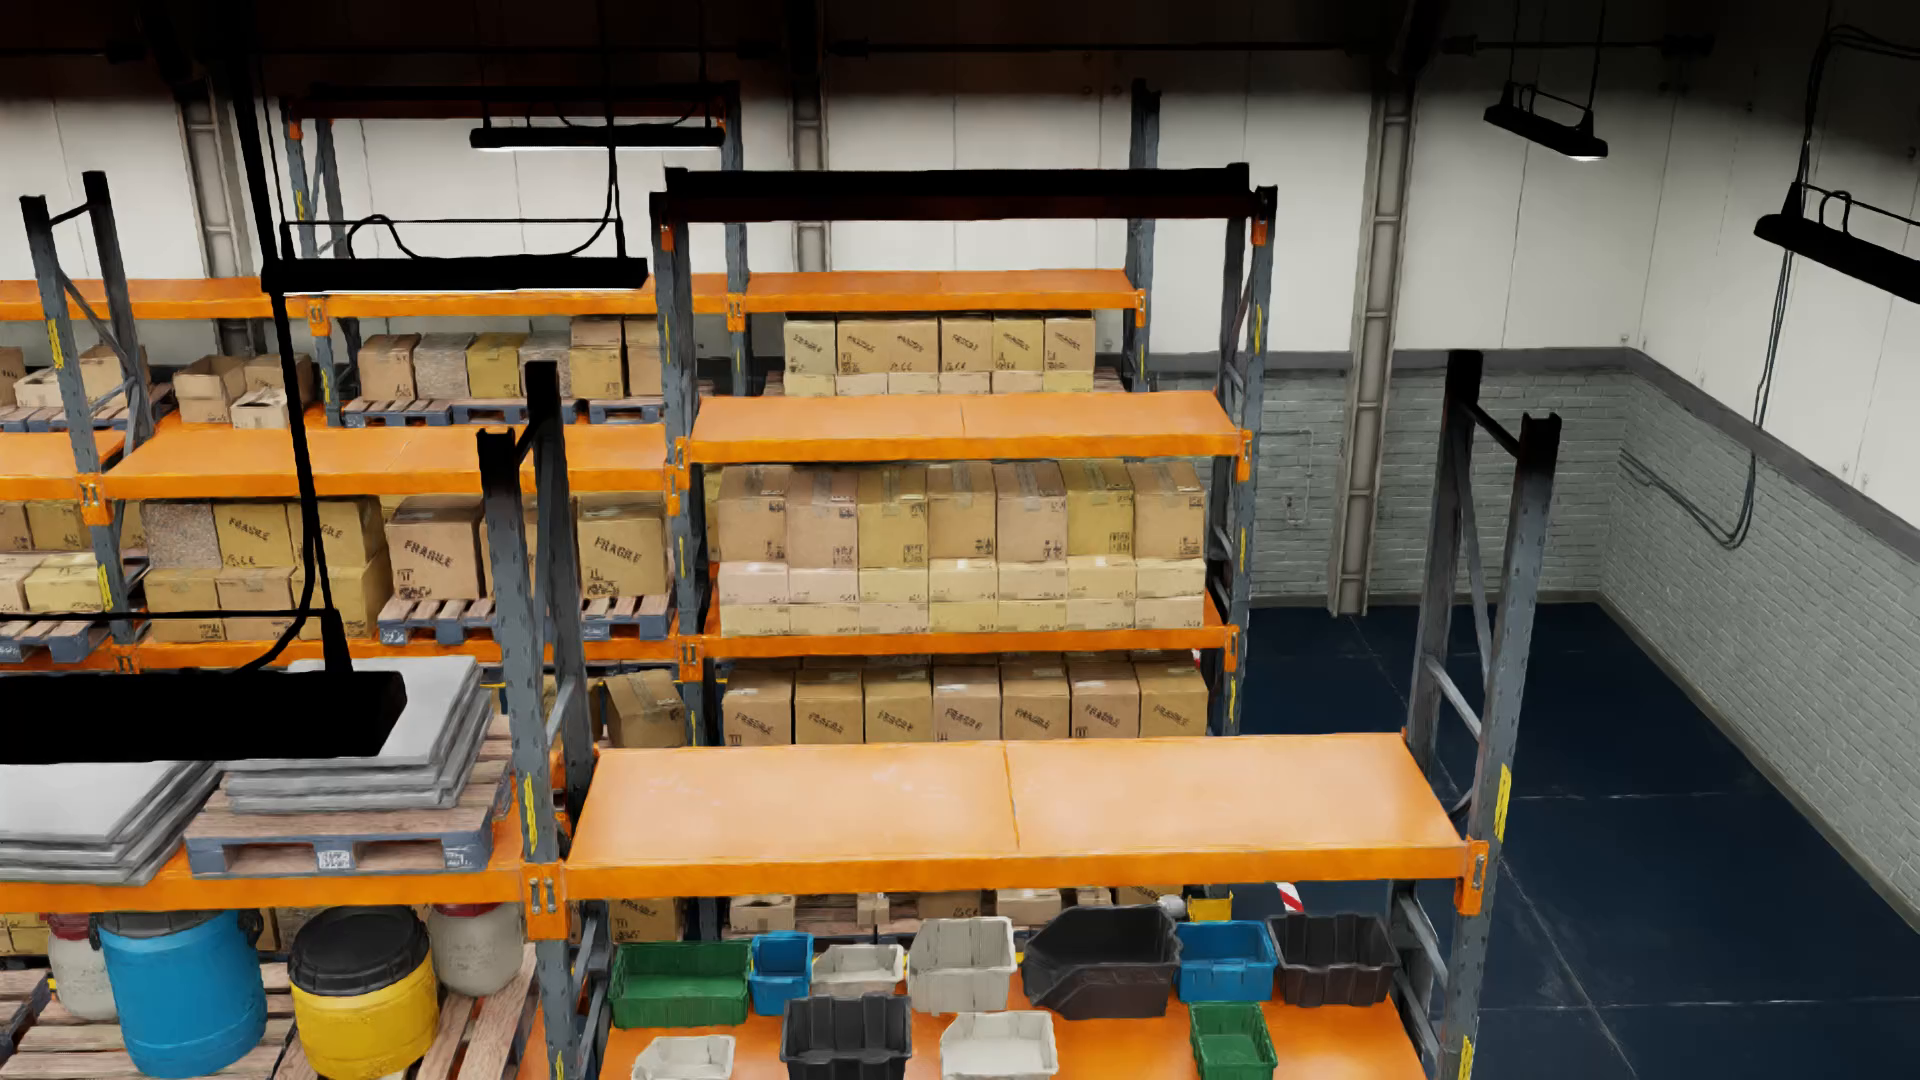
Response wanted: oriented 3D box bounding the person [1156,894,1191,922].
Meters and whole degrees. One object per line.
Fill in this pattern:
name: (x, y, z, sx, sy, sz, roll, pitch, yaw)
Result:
person: (1.514, 3.110, 11.381, 0.582, 1.611, 0.625, -2, 22, -4)
